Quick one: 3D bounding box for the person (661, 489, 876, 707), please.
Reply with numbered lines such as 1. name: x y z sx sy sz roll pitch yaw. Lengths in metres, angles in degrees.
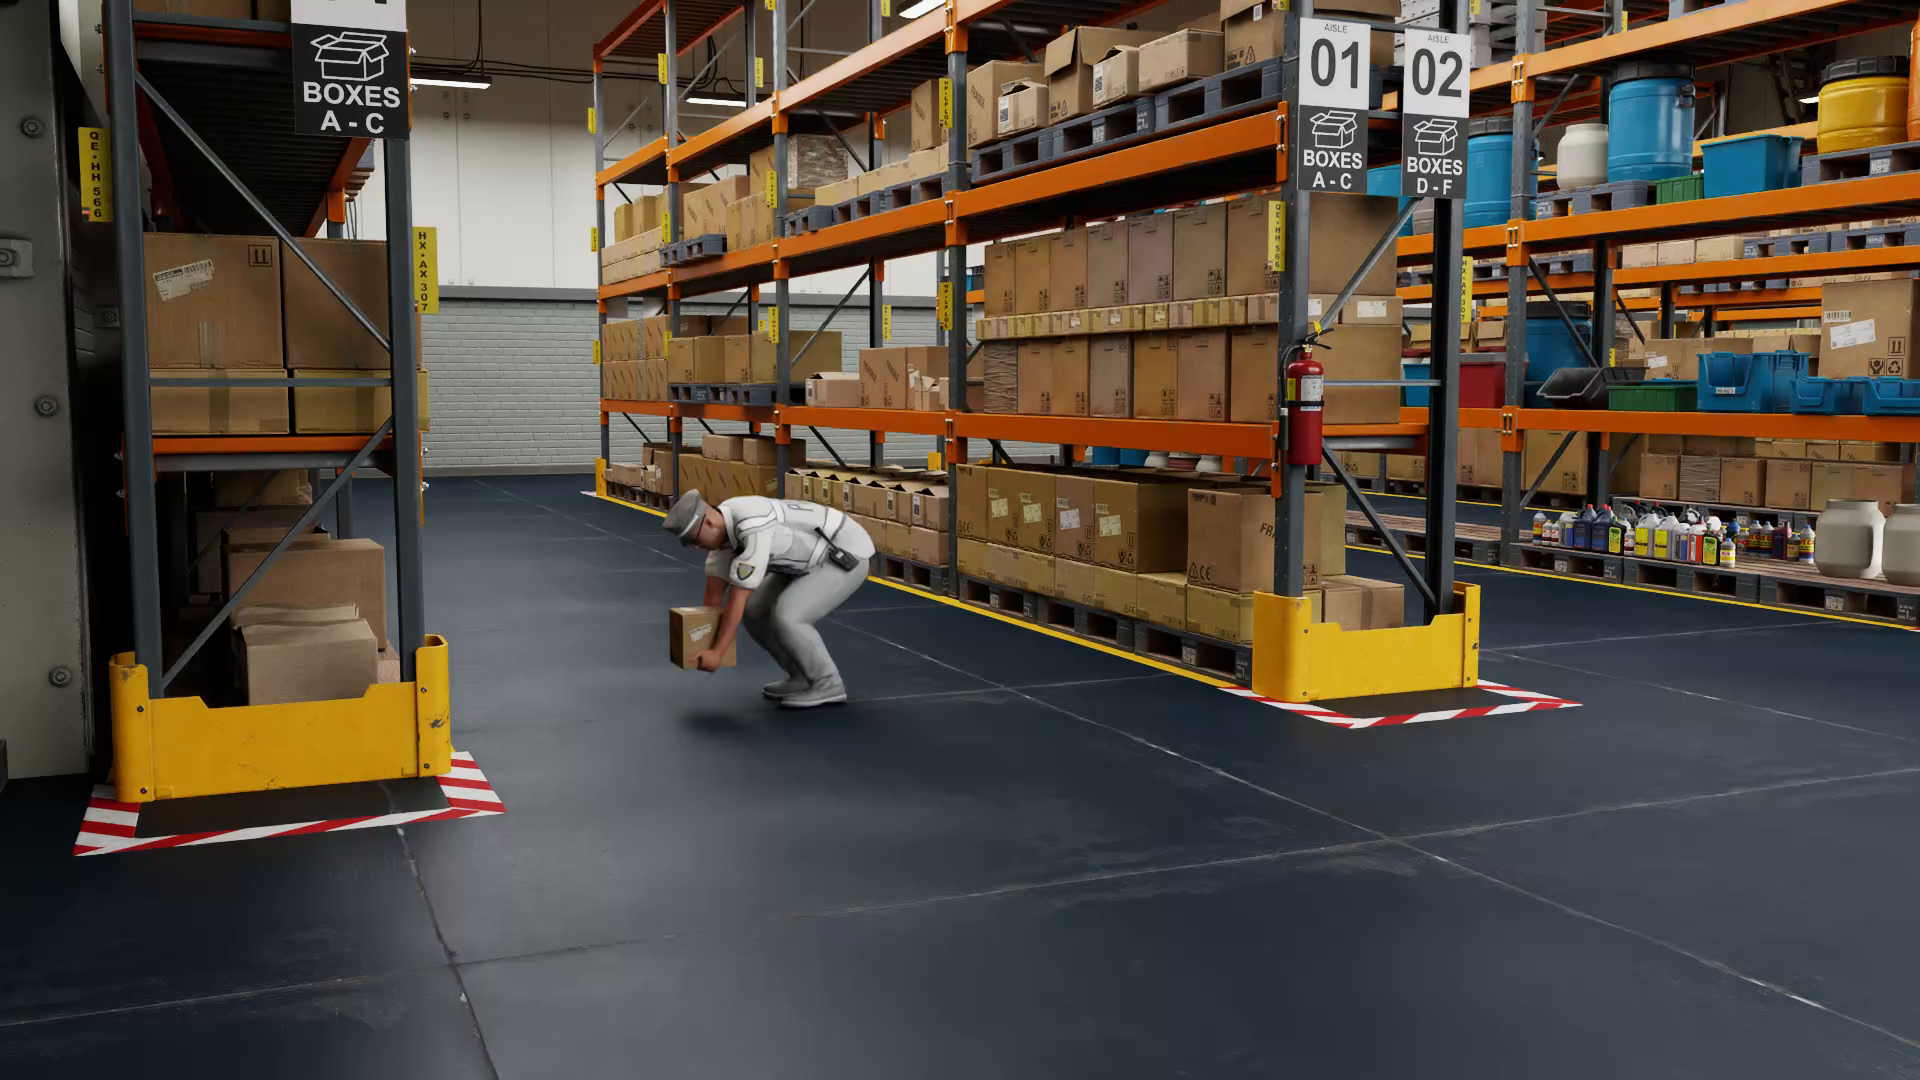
1. person: -0.903 0.266 7.808 1.024 1.024 0.544 -3 6 -26
